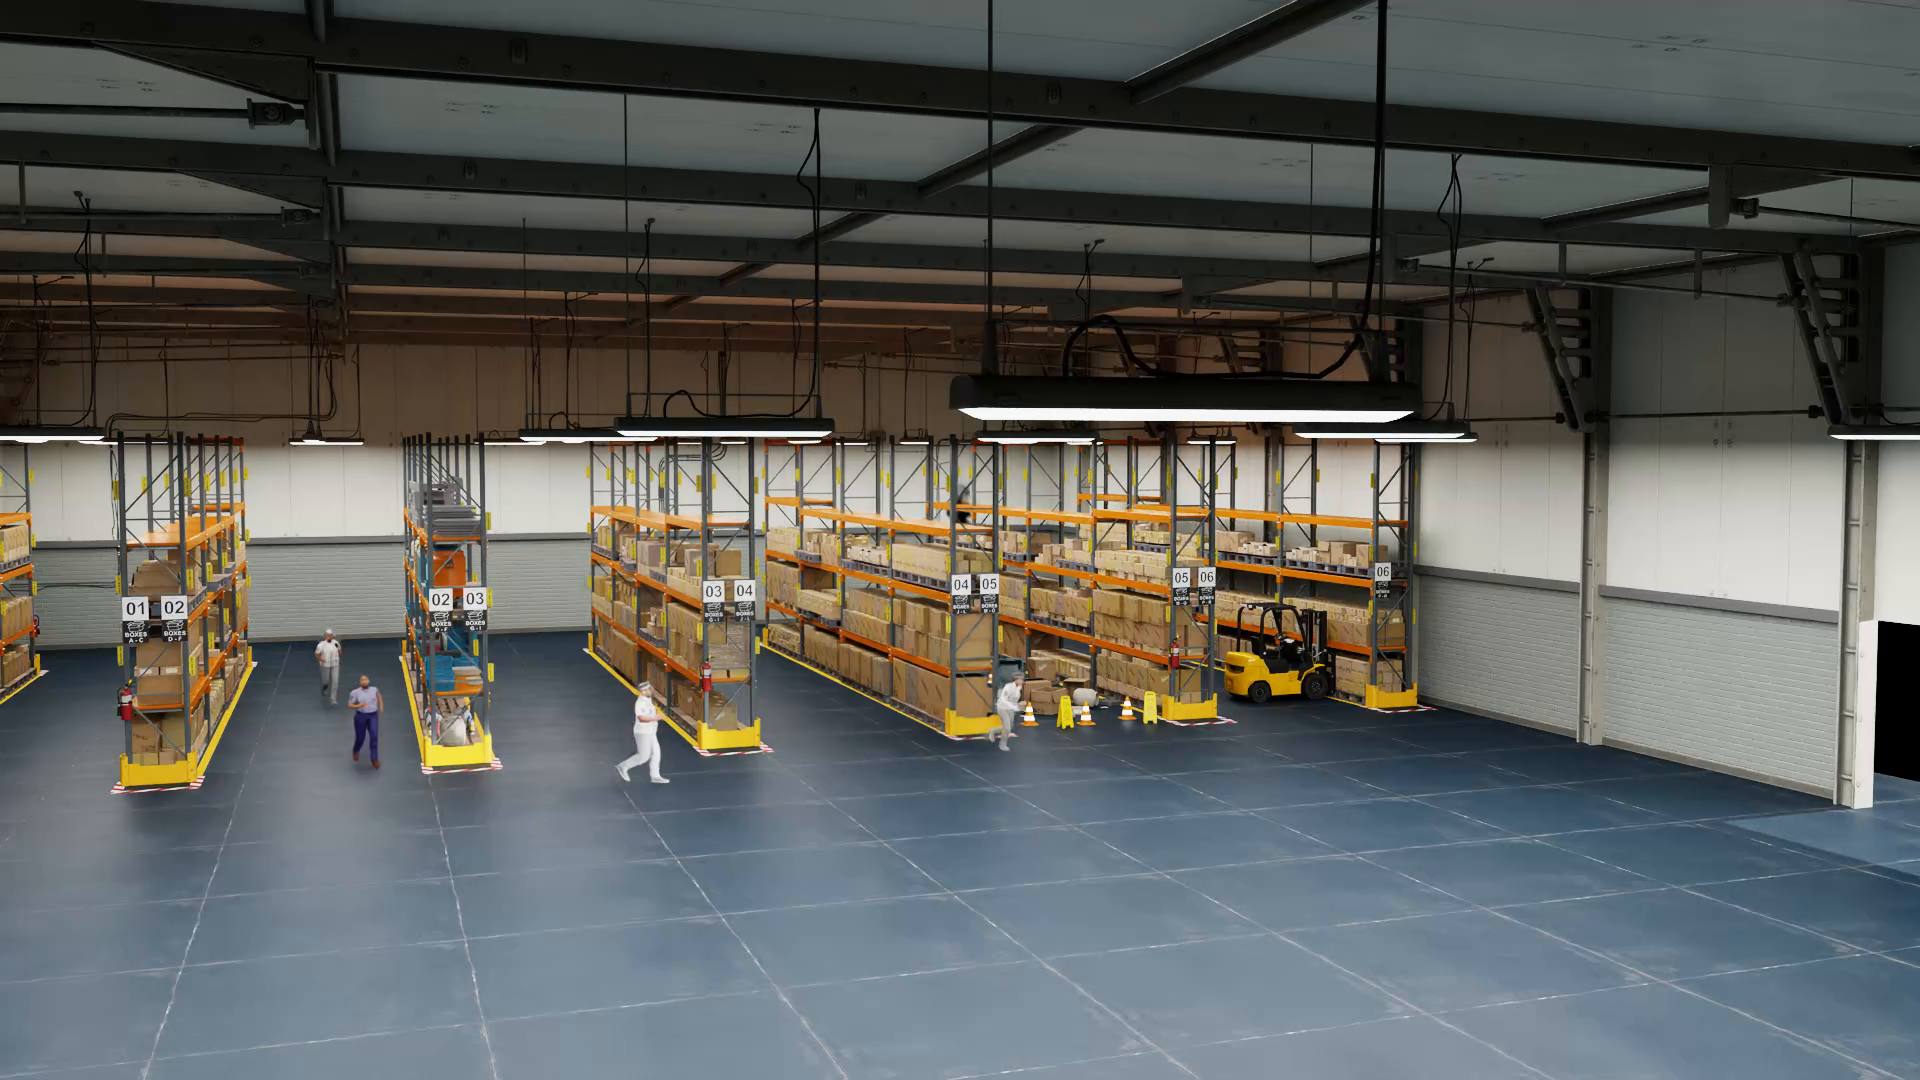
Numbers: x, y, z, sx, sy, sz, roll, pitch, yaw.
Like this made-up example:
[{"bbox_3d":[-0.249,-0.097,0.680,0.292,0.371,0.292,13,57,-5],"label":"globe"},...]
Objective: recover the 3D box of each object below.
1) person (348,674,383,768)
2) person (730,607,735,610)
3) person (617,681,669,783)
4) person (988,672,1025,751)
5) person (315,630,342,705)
[{"bbox_3d":[-10.691,3.238,29.963,0.611,1.625,0.992,-2,4,-29],"label":"person"},{"bbox_3d":[-6.729,2.258,48.554,0.707,1.581,0.529,2,4,28],"label":"person"},{"bbox_3d":[-5.385,3.261,28.250,0.879,1.761,0.678,0,3,1],"label":"person"},{"bbox_3d":[0.895,3.234,31.525,0.822,1.525,0.626,2,4,38],"label":"person"},{"bbox_3d":[-14.164,2.843,37.360,0.607,1.667,0.841,-2,4,-32],"label":"person"}]
